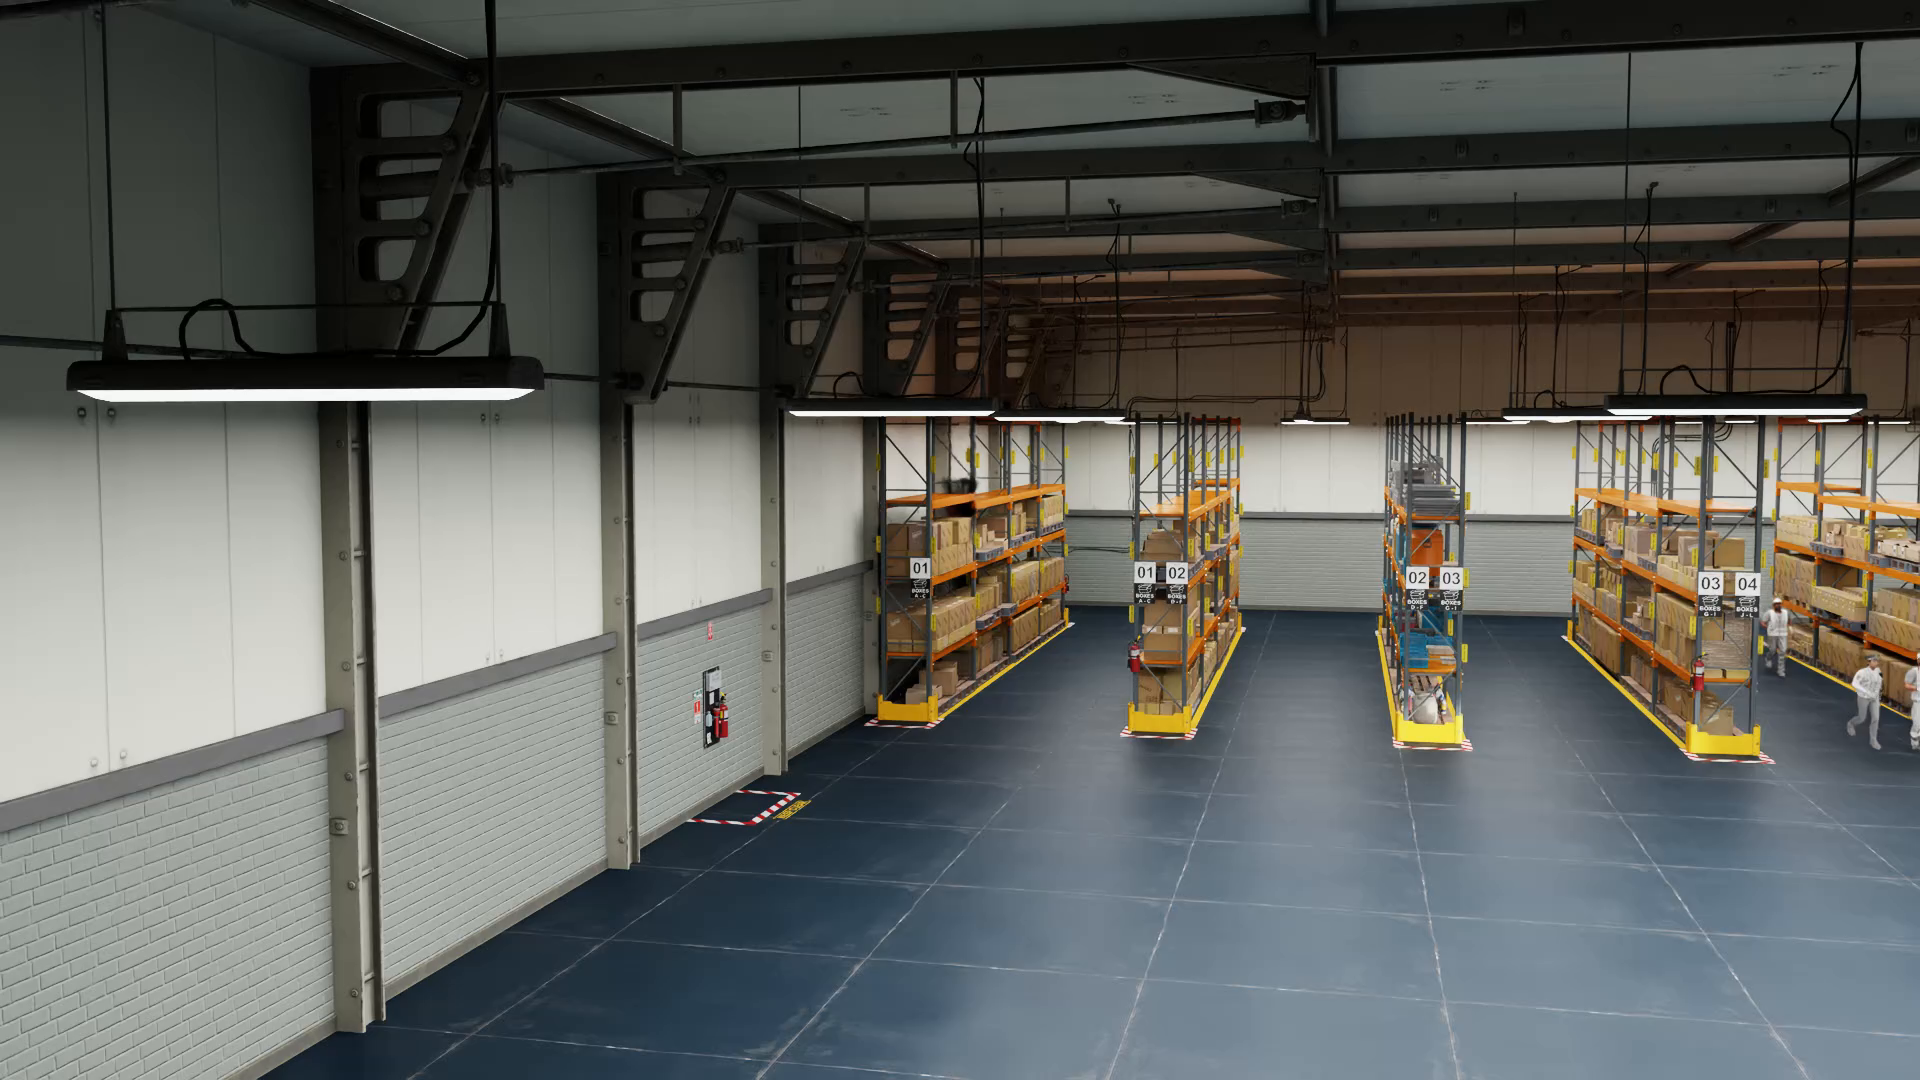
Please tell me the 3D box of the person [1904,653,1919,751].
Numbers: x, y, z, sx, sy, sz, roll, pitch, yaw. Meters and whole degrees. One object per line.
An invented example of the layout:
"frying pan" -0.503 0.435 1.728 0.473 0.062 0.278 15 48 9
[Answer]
"person" 16.879 2.864 29.103 0.674 1.820 0.672 1 4 9

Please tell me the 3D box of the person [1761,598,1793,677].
"person" 18.940 2.230 38.521 0.694 1.777 1.001 1 4 13

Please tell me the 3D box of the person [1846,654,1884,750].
"person" 16.334 2.861 29.964 0.605 1.688 0.949 0 4 -7
